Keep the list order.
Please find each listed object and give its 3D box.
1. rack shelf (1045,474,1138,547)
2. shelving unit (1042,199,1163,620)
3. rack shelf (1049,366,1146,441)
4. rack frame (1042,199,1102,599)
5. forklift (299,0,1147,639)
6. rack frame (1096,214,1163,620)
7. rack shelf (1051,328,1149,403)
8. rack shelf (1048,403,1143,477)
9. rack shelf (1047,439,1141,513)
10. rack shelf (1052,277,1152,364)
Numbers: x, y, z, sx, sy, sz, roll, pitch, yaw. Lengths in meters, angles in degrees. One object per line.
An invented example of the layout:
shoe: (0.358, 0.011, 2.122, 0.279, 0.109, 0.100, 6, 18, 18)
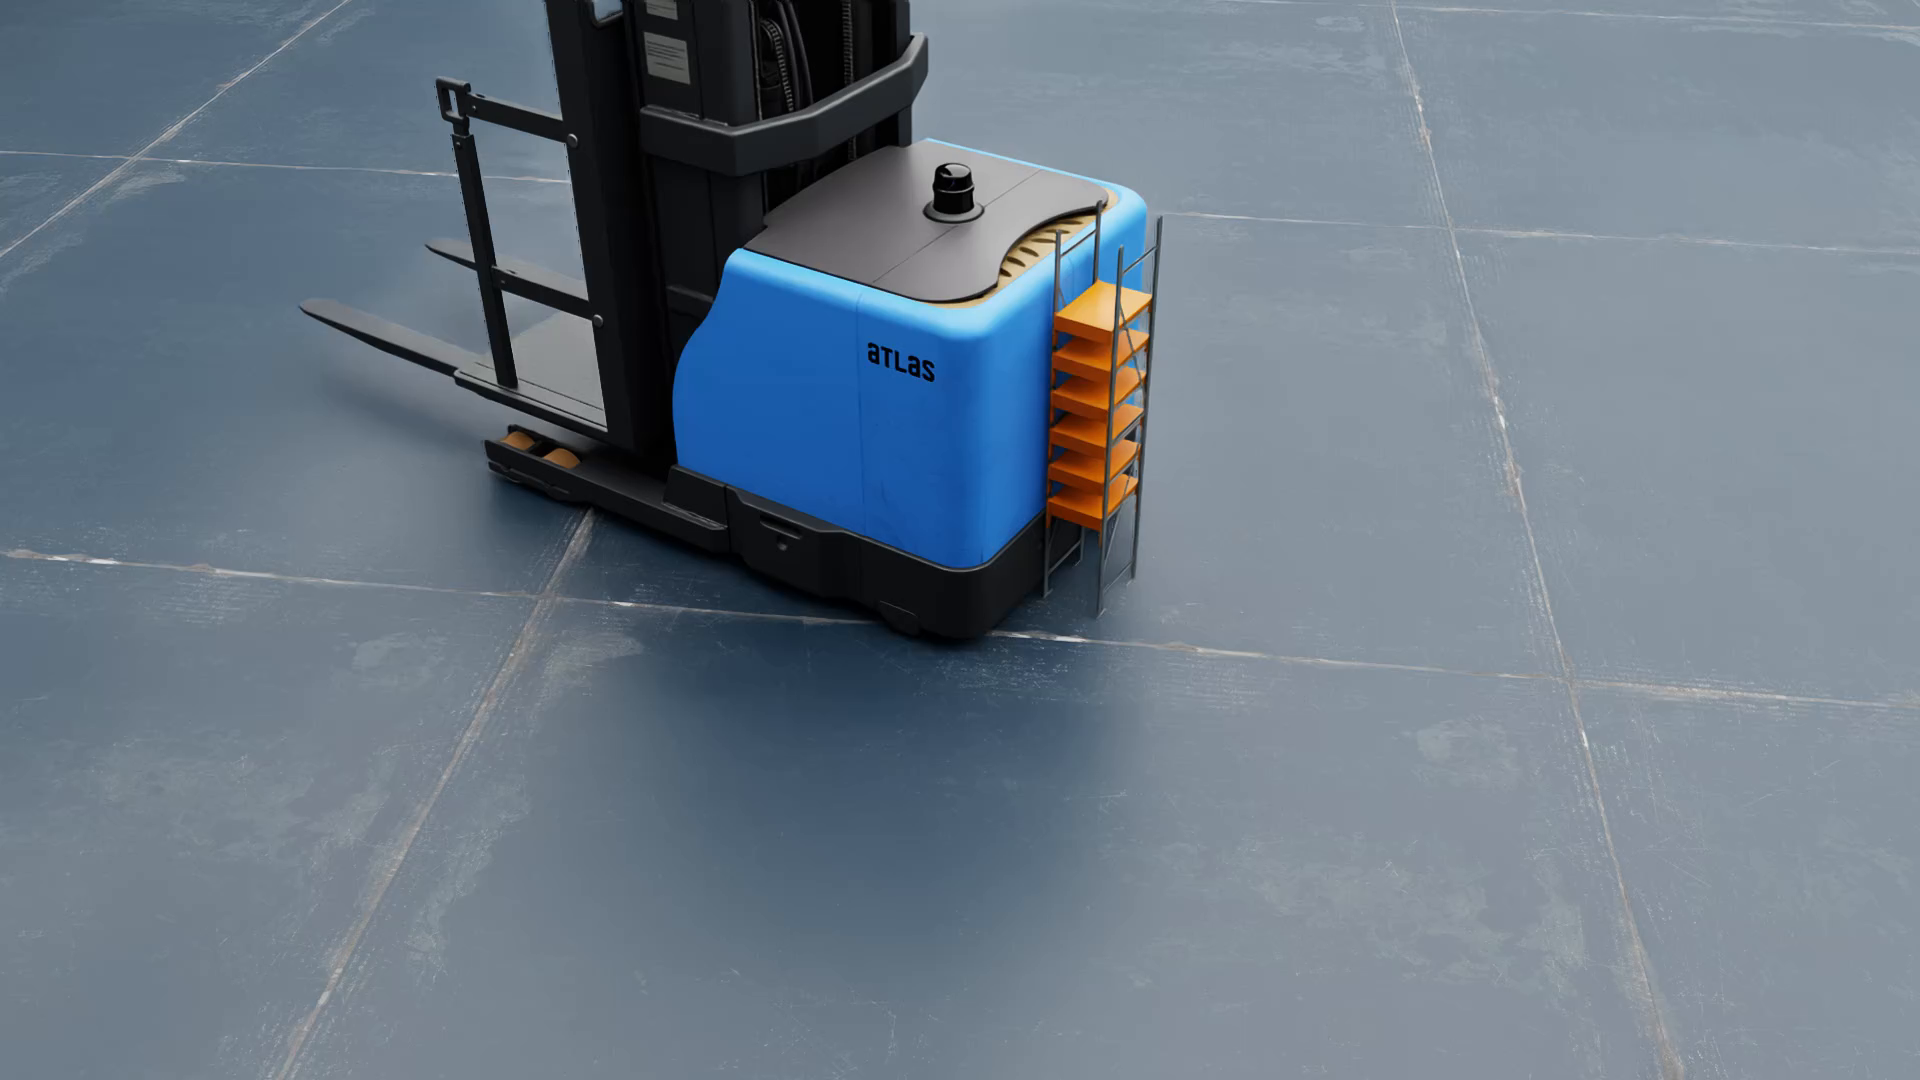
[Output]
rack shelf: (0.392, -0.109, 4.859, 0.180, 0.103, 0.258, 20, 40, 26)
shelving unit: (0.392, -0.340, 4.694, 0.189, 1.200, 0.258, 20, 40, 26)
rack shelf: (0.392, -0.402, 4.650, 0.180, 0.103, 0.258, 20, 40, 26)
rack frame: (0.315, -0.369, 4.734, 0.006, 1.200, 0.240, 20, 40, 26)
forklift: (-0.959, -1.558, 4.911, 3.031, 2.935, 1.130, 20, 40, 26)
rack frame: (0.469, -0.312, 4.654, 0.006, 1.200, 0.240, 20, 40, 26)
rack shelf: (0.392, -0.499, 4.580, 0.180, 0.103, 0.258, 20, 40, 26)
rack shelf: (0.392, -0.304, 4.720, 0.180, 0.103, 0.258, 20, 40, 26)
rack shelf: (0.392, -0.206, 4.789, 0.180, 0.103, 0.258, 20, 40, 26)
rack shelf: (0.392, -0.597, 4.510, 0.180, 0.103, 0.258, 20, 40, 26)
